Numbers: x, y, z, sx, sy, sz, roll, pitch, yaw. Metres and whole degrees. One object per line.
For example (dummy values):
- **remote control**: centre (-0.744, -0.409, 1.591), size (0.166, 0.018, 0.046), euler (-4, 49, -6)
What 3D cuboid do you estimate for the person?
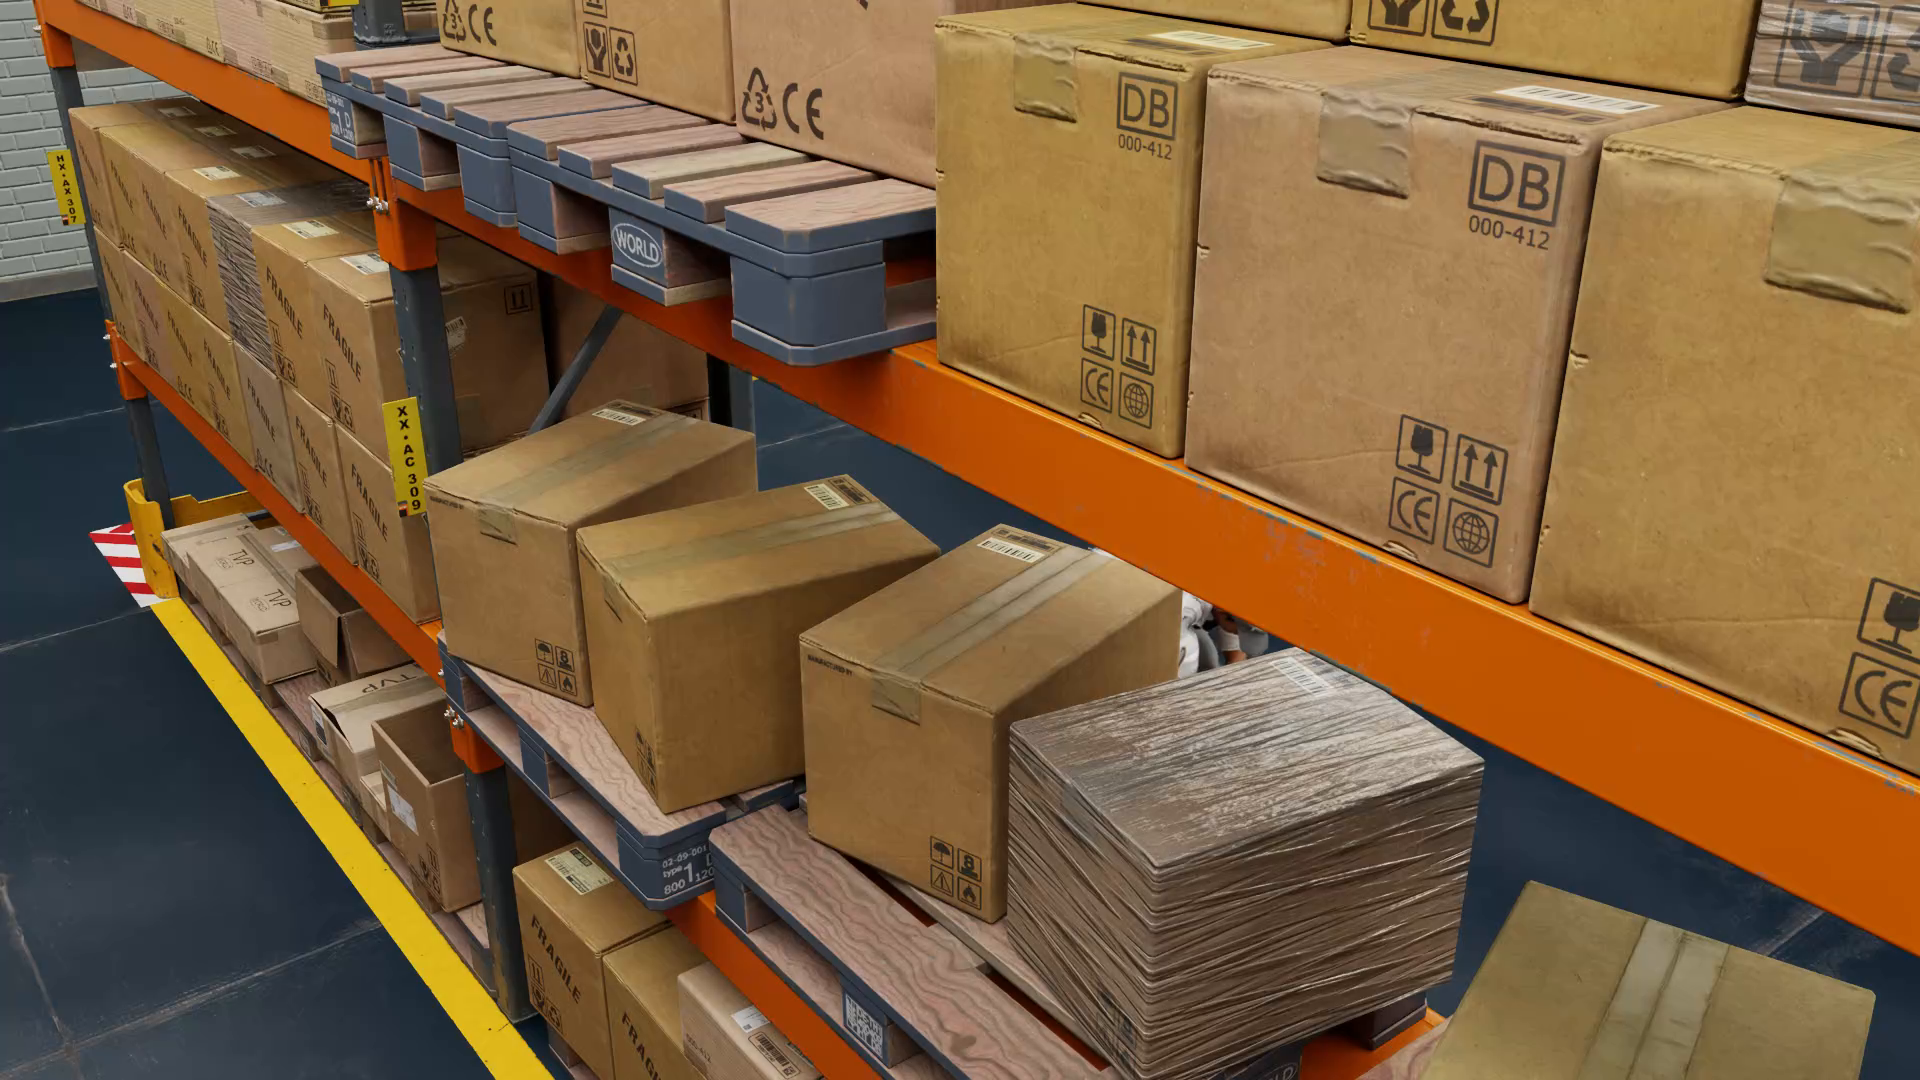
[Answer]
- **person**: centre (0.803, 0.474, 6.427), size (0.518, 0.959, 0.934), euler (-20, 31, -36)
